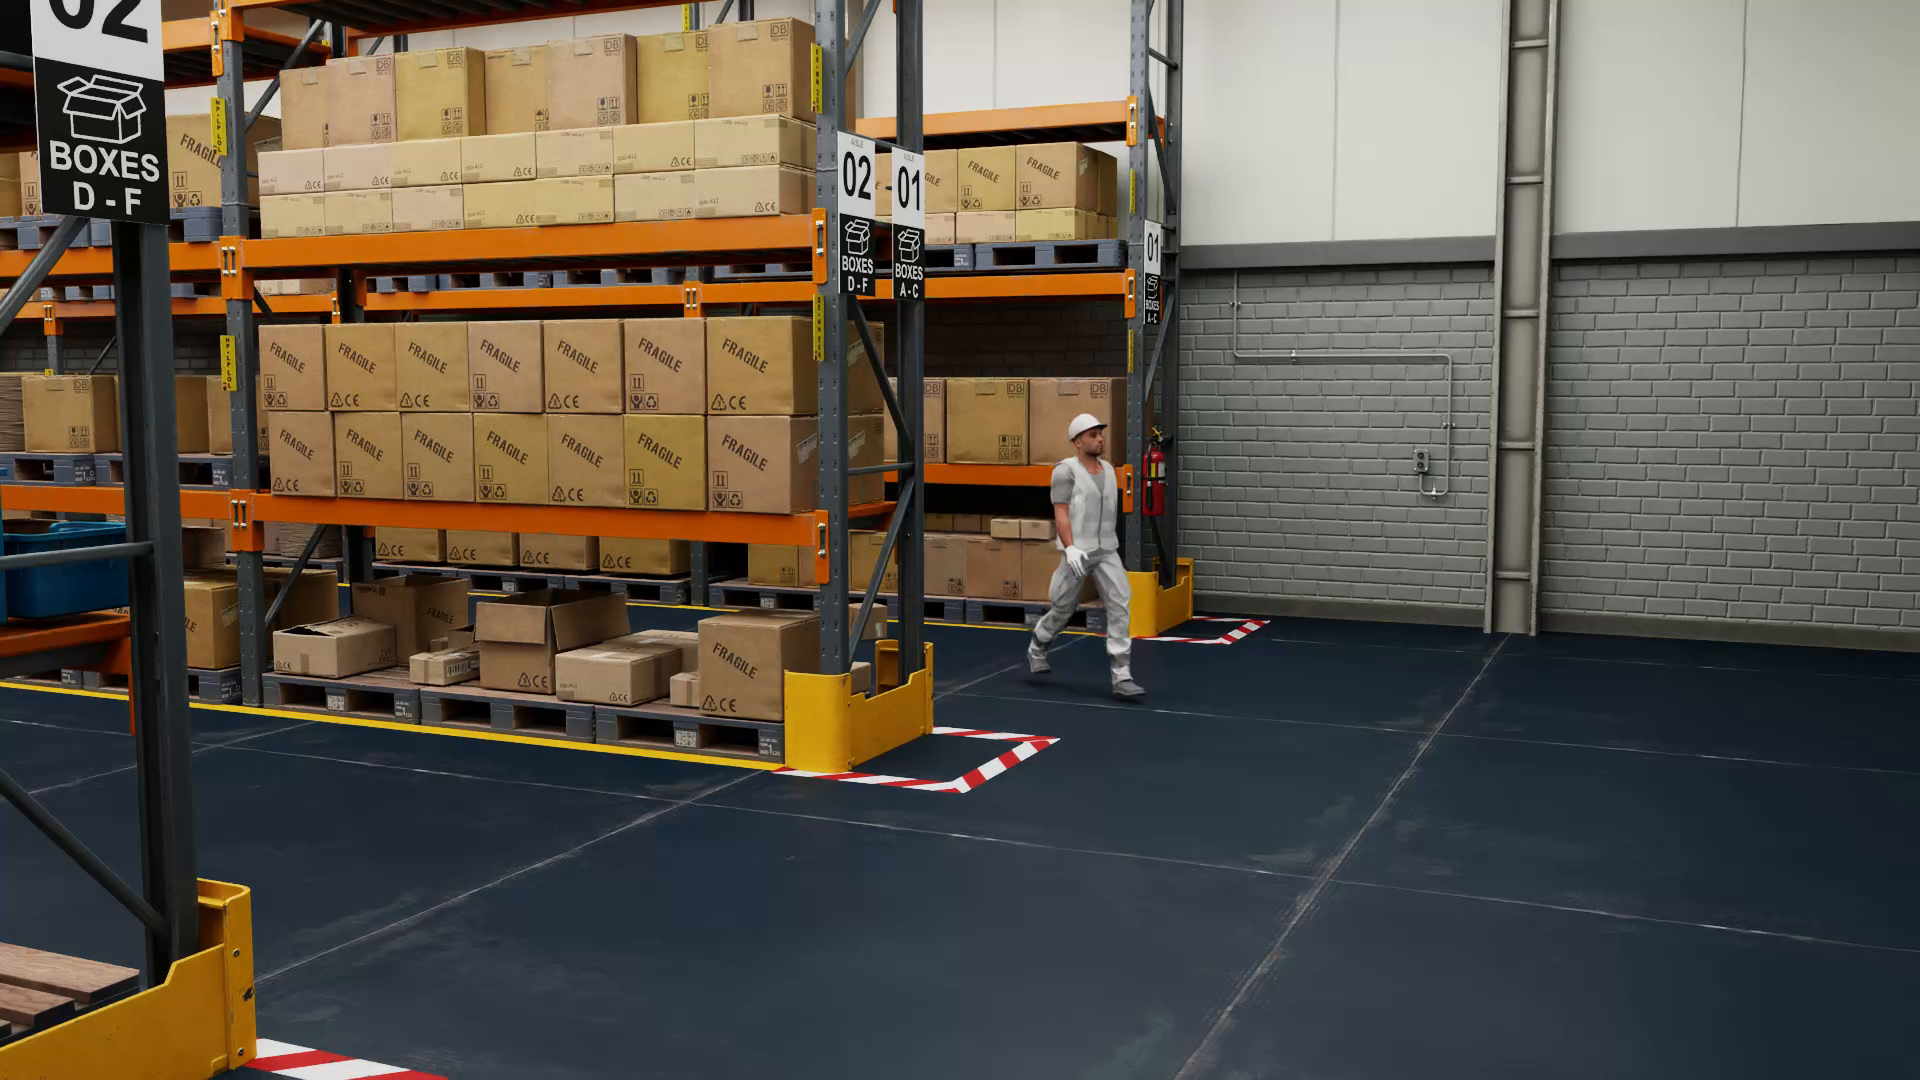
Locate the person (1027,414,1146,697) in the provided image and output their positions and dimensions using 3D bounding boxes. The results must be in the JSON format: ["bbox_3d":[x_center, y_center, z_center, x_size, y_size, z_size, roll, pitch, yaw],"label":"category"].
[{"bbox_3d":[0.796,0.082,10.467,0.516,1.747,1.034,-3,6,-27],"label":"person"}]
